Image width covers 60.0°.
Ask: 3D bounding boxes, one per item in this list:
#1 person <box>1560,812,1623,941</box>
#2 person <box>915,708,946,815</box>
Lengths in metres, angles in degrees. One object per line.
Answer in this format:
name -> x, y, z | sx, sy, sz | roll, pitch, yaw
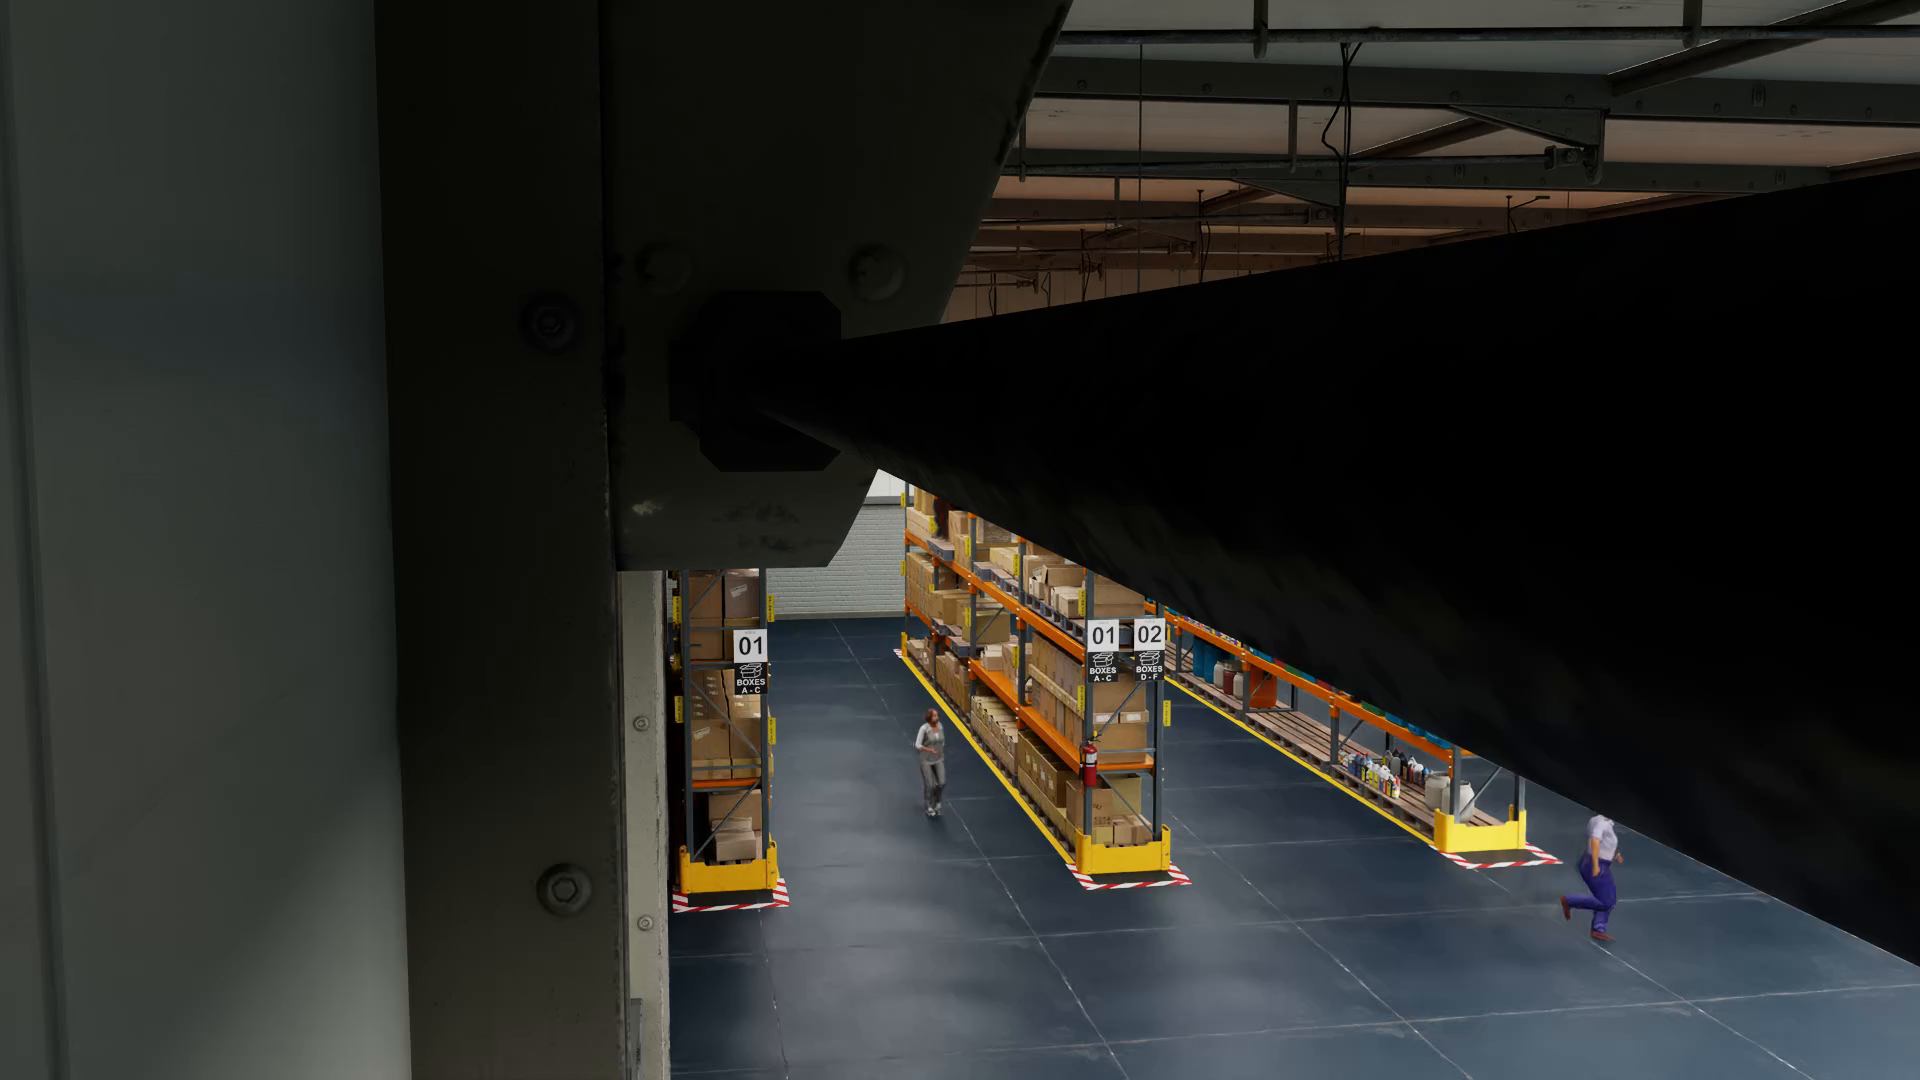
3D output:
person -> 7.009, 3.658, 18.442 | 0.668, 1.601, 0.637 | 1, 6, 12
person -> -0.382, 3.125, 23.320 | 0.512, 1.565, 0.604 | -3, 7, -25
